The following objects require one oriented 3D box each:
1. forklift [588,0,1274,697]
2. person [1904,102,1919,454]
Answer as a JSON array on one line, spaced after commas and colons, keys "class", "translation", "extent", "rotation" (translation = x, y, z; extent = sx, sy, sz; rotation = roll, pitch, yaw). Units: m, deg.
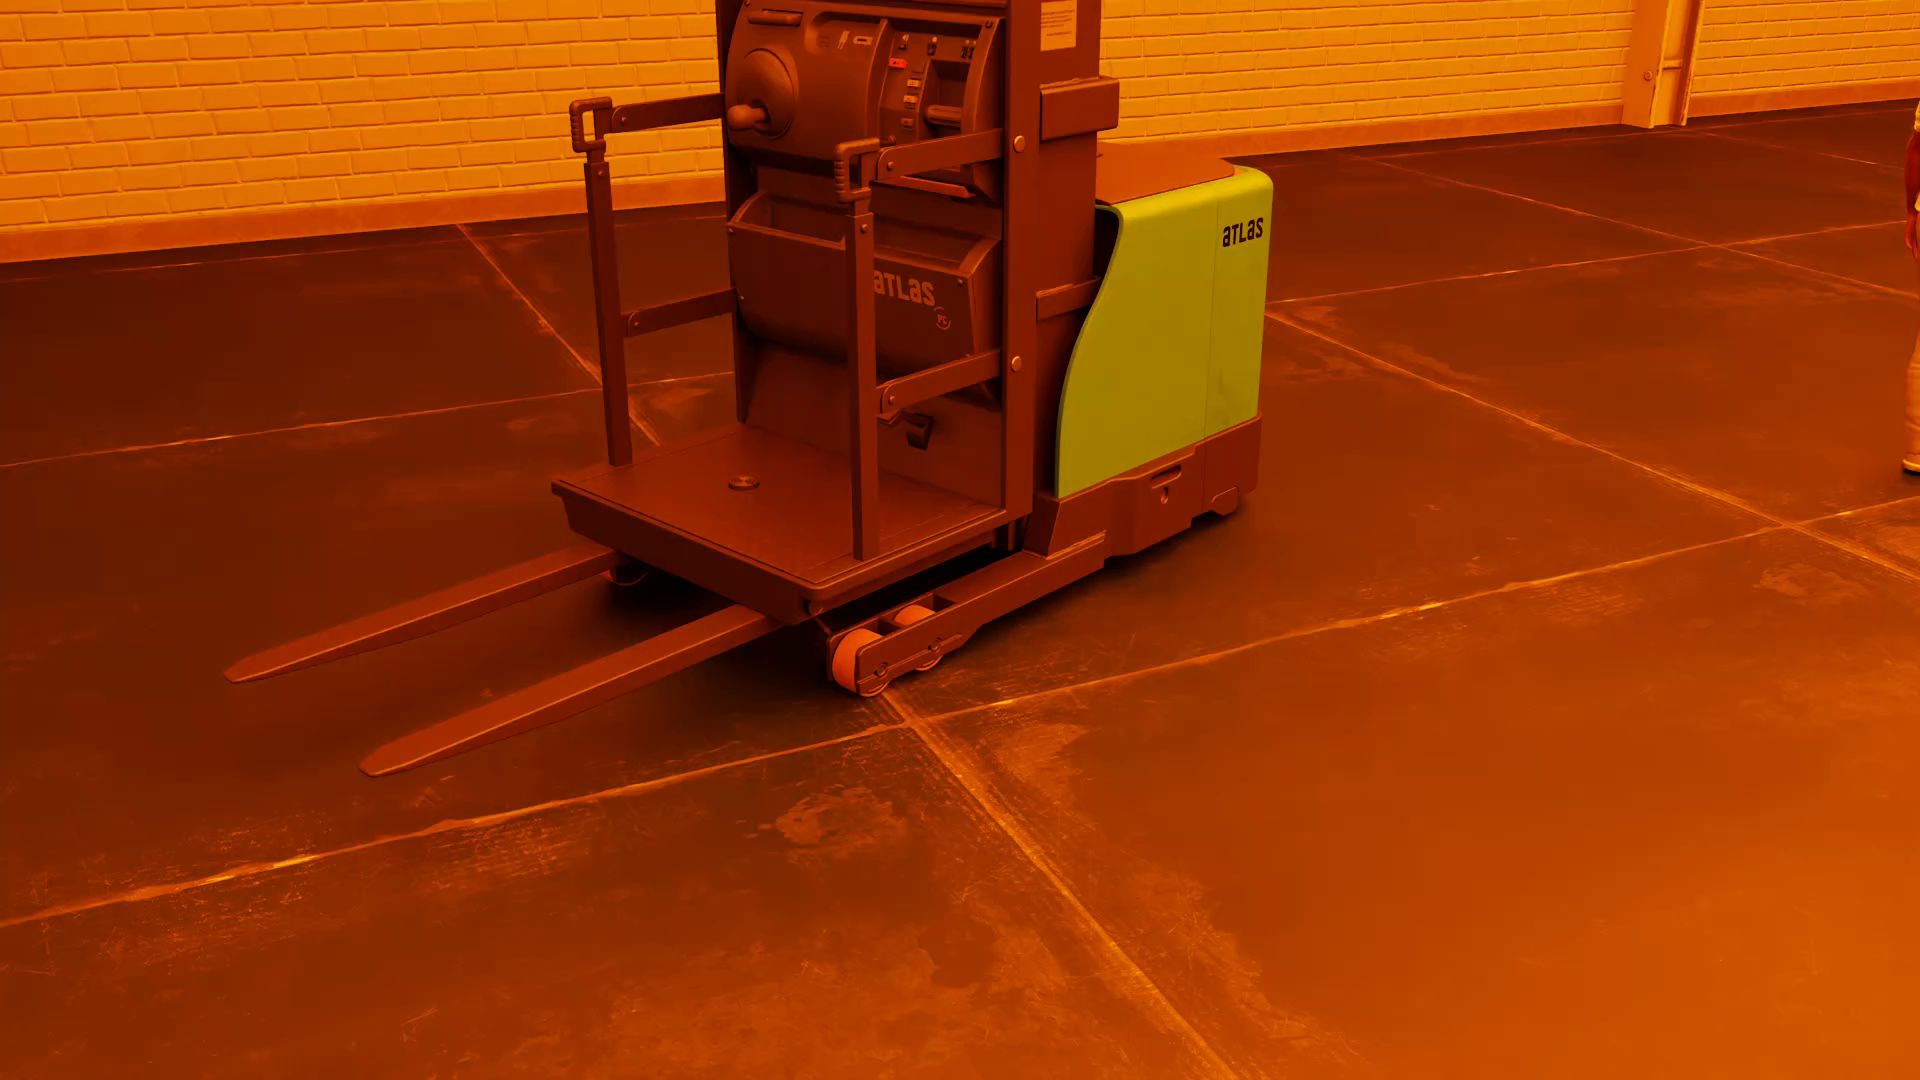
[{"class": "forklift", "translation": [-0.413, -1.182, 4.131], "extent": [1.130, 2.935, 3.031], "rotation": [19, 29, 39]}, {"class": "person", "translation": [3.280, -1.046, 5.309], "extent": [0.394, 1.630, 0.512], "rotation": [-13, 26, -29]}]
